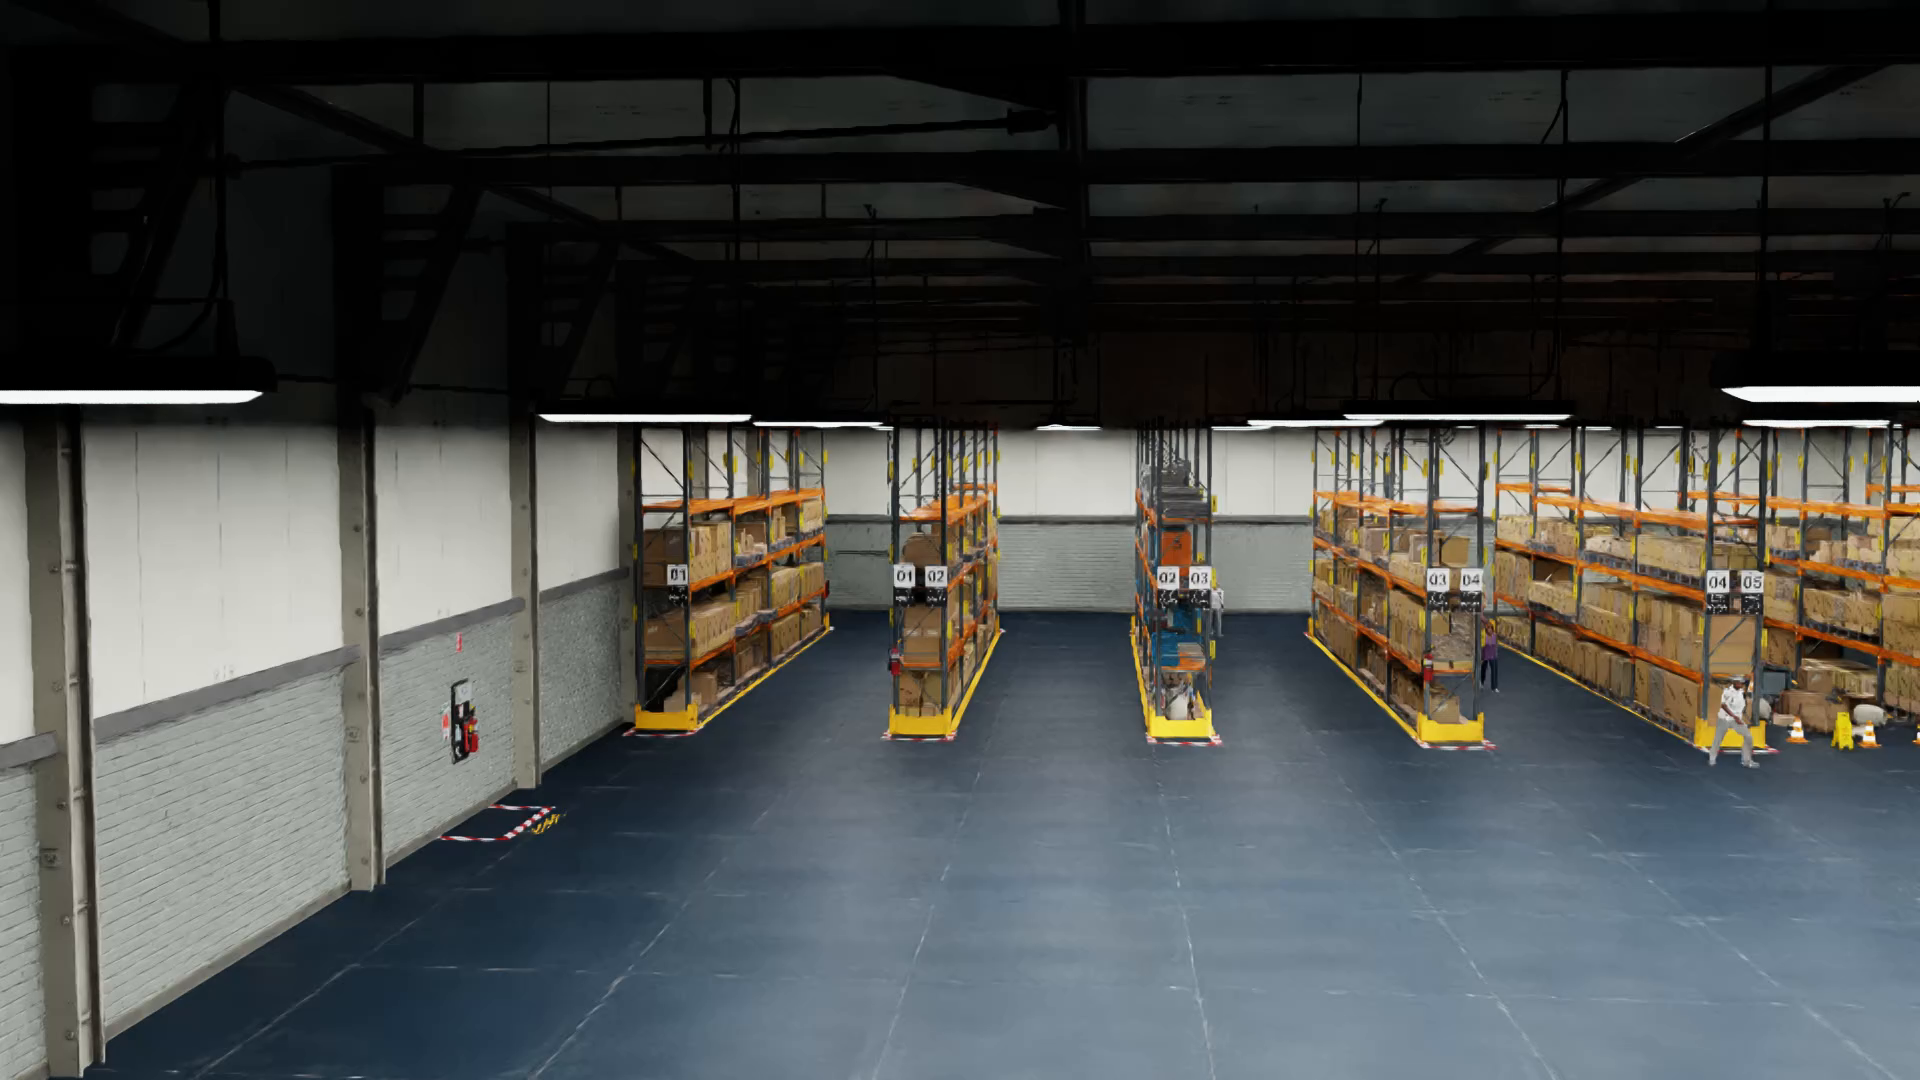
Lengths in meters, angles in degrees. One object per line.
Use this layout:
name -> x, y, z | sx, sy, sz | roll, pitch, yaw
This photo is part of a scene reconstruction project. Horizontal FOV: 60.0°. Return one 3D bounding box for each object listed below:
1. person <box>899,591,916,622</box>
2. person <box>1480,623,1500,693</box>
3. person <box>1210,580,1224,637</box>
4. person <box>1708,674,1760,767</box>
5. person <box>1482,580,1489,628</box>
person -> -1.563, 1.653, 49.723 | 0.666, 1.669, 0.471 | -3, 5, -40
person -> 11.583, 2.568, 36.486 | 0.417, 1.517, 1.036 | 0, 4, 8
person -> 7.103, 1.887, 46.333 | 0.495, 1.587, 1.086 | 0, 4, 7
person -> 13.185, 3.058, 28.380 | 0.604, 1.621, 0.738 | -1, 4, -17
person -> 14.815, 1.797, 47.364 | 0.490, 1.646, 0.571 | -3, 5, -37
